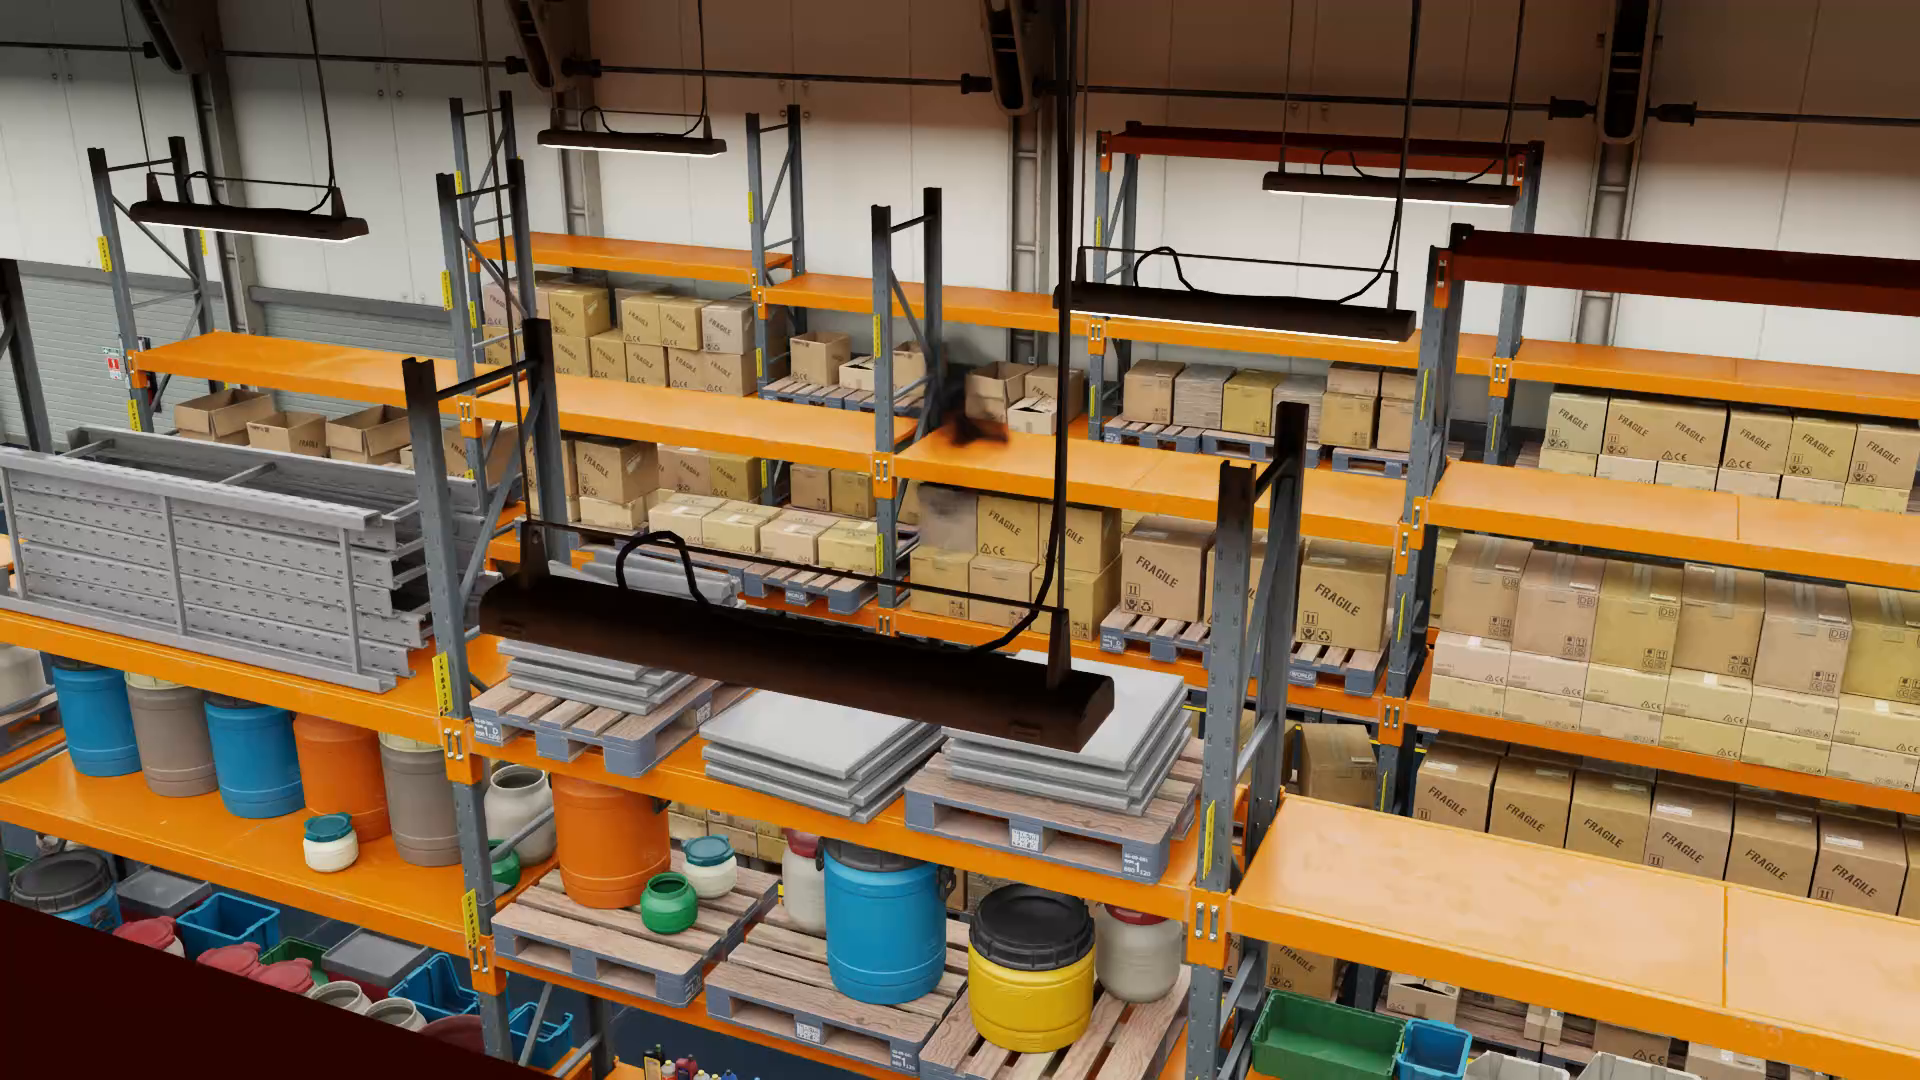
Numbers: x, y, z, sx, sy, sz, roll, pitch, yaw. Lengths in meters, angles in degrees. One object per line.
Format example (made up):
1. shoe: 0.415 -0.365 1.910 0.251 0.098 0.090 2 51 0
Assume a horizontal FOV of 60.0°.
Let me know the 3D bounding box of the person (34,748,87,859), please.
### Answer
1. person: -7.382 2.419 13.800 0.623 1.736 0.721 7 22 17
